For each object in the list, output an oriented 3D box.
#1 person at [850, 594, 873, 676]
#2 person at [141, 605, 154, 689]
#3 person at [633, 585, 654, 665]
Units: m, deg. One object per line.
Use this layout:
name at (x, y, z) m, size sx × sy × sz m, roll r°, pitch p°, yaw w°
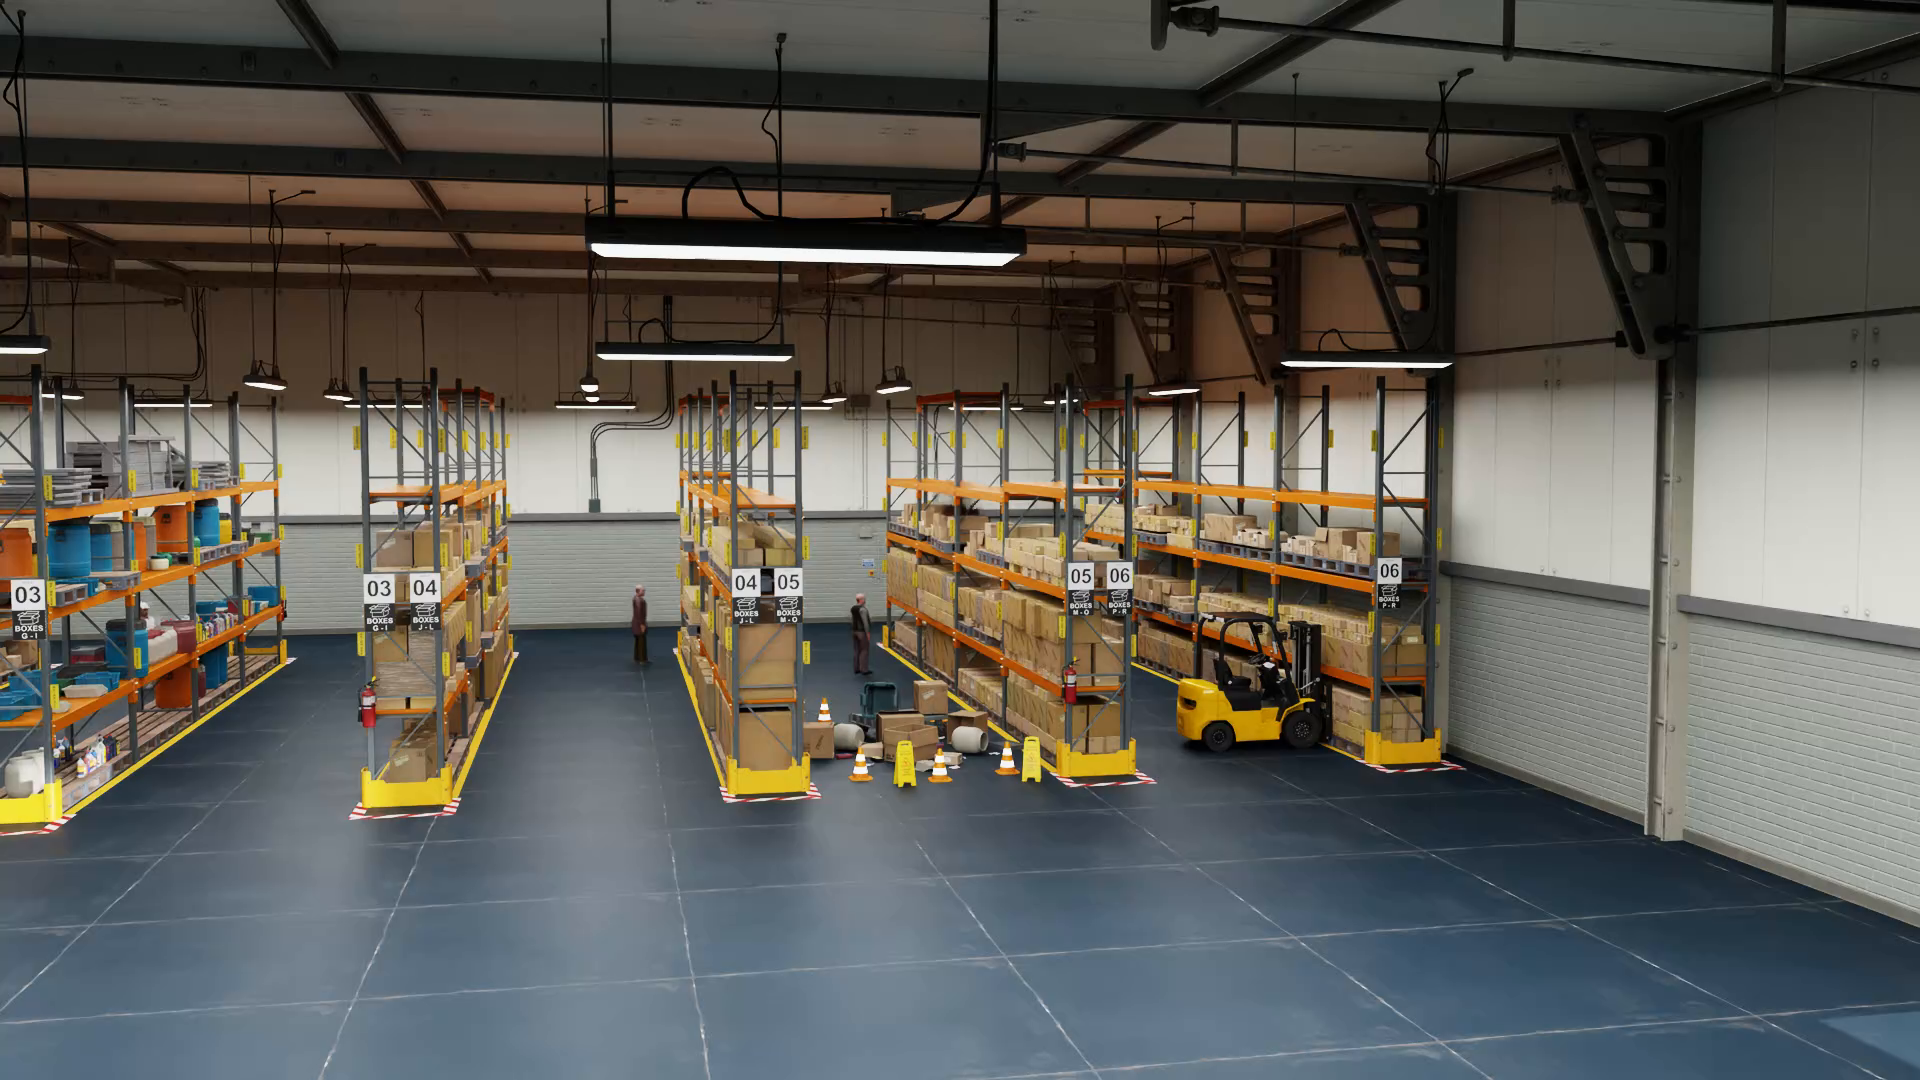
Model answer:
person at (-2.095, 2.013, 35.460) m, size 0.391 × 1.726 × 0.578 m, roll -3°, pitch 4°, yaw -39°
person at (-16.424, 2.169, 33.424) m, size 0.663 × 1.758 × 0.484 m, roll -3°, pitch 4°, yaw -39°
person at (-7.067, 1.888, 37.113) m, size 0.468 × 1.781 × 0.650 m, roll 0°, pitch 3°, yaw -8°
